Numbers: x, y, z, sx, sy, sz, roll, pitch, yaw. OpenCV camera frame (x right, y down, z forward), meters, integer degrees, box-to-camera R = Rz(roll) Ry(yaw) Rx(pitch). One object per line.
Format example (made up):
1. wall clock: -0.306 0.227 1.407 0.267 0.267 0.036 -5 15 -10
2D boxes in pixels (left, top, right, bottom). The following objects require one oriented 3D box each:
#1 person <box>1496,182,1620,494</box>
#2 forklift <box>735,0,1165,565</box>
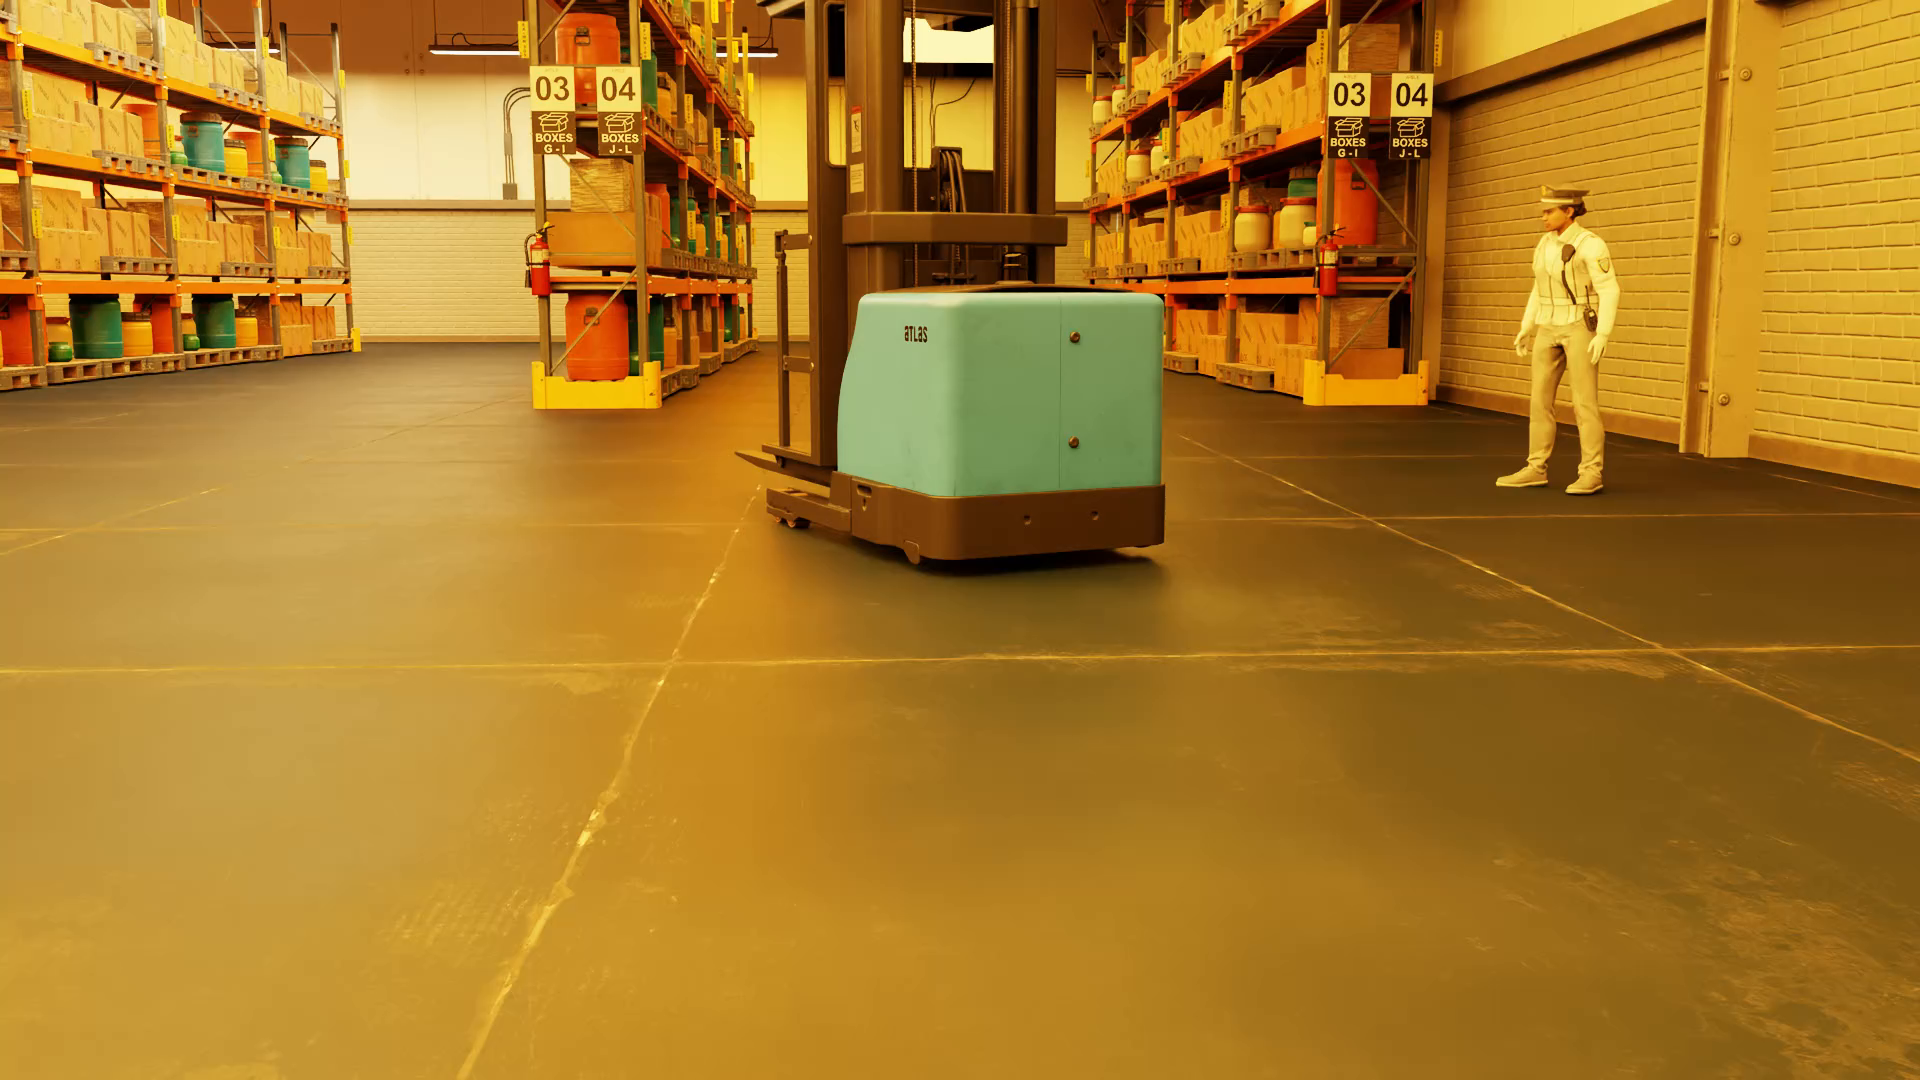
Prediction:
1. person: 3.305 -1.106 9.112 0.417 1.670 0.633 -4 9 -25
2. forklift: -0.264 -1.530 7.637 1.130 2.935 3.031 -4 9 -25
